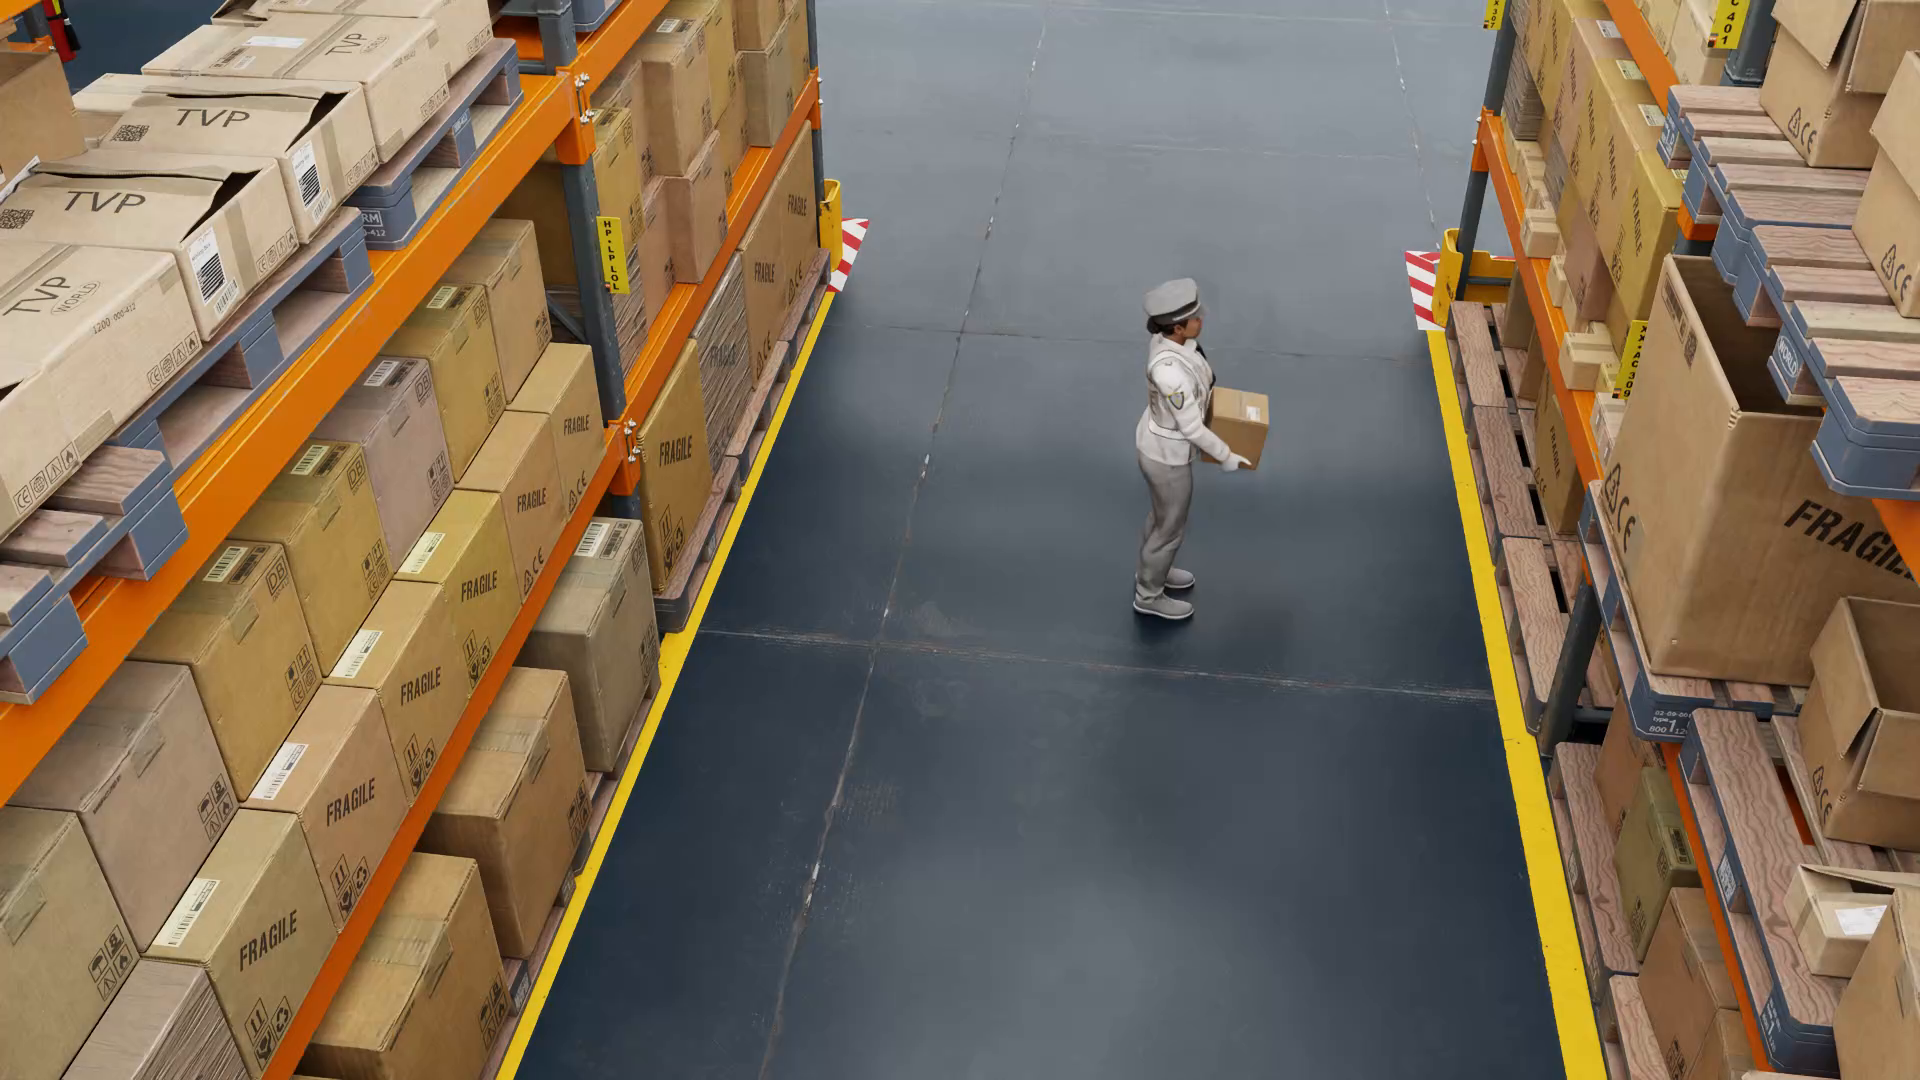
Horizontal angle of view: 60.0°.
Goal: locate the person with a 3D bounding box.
[{"bbox_3d":[1.049,-0.398,7.561,0.530,1.691,0.442,4,37,6],"label":"person"}]
